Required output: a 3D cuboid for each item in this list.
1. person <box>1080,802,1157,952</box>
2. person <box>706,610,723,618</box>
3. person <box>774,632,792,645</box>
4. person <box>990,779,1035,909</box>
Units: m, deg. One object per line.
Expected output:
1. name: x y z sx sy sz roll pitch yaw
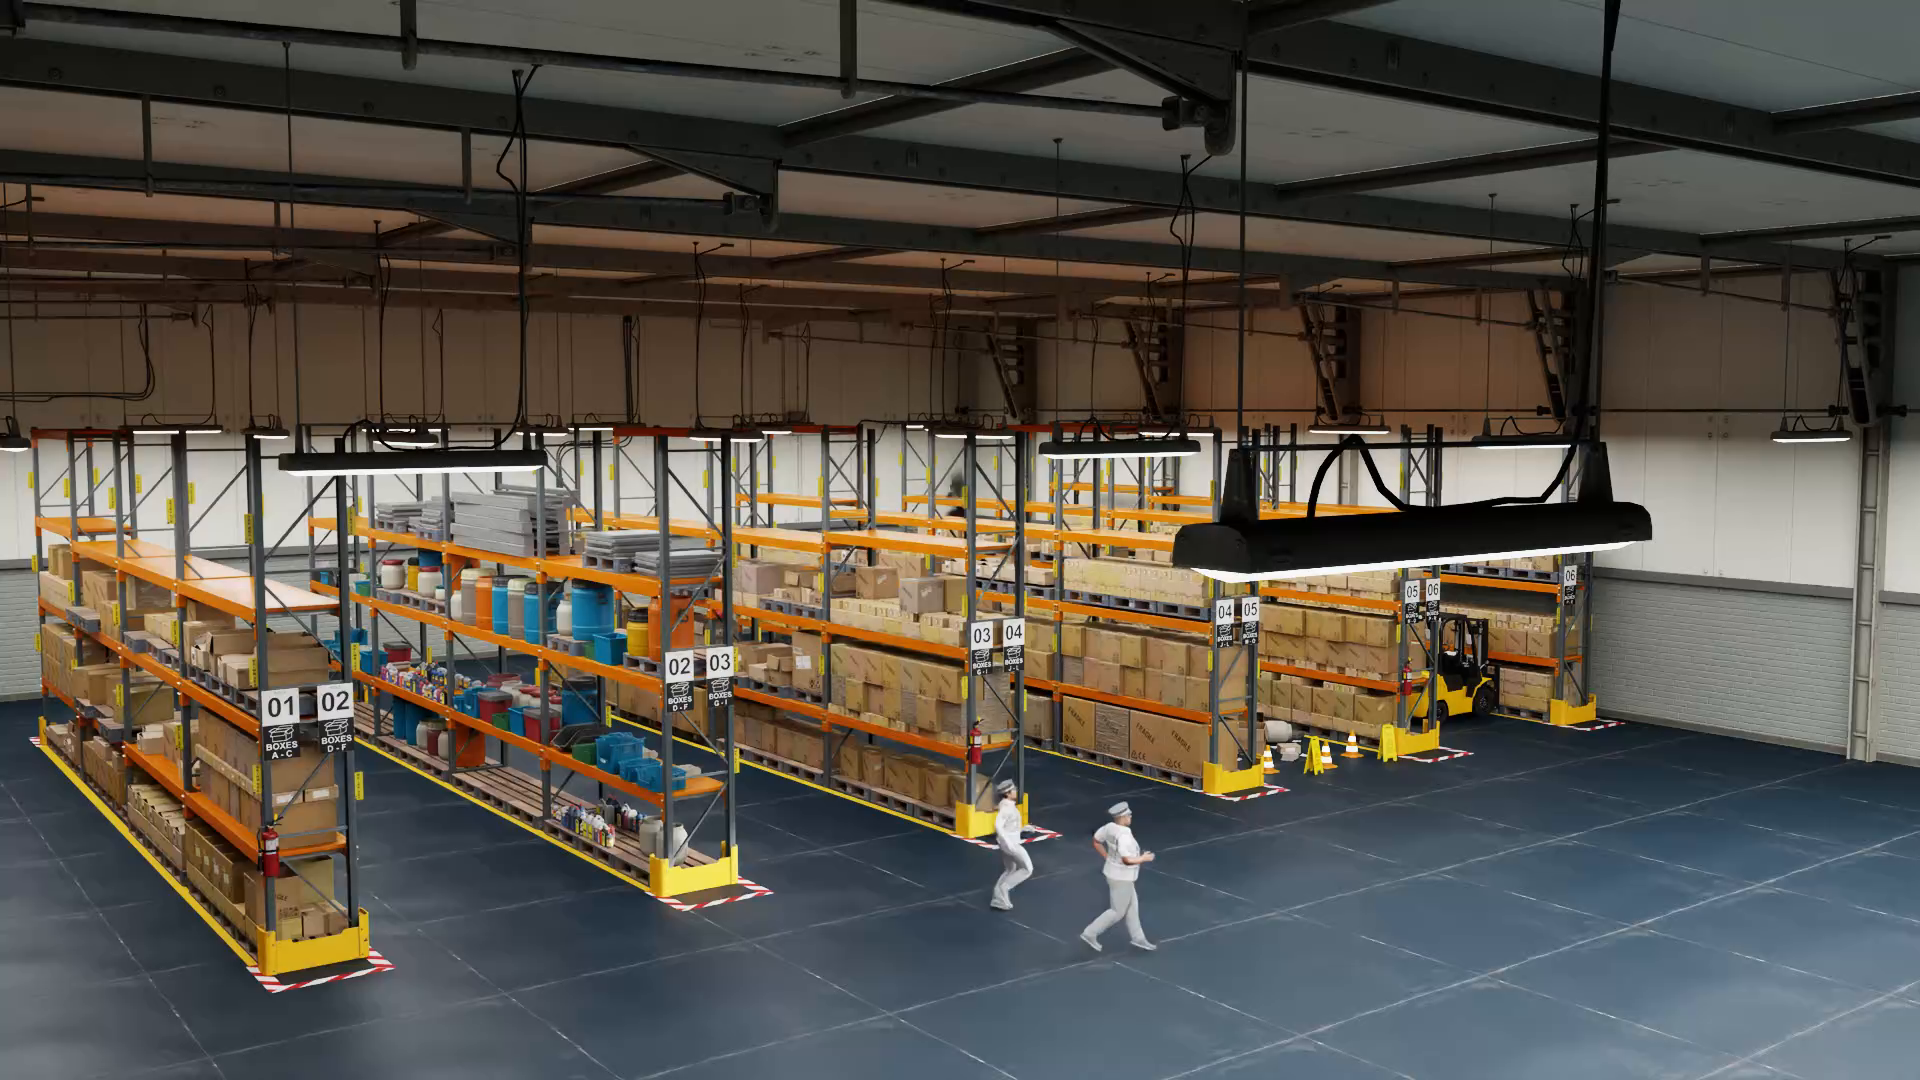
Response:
1. person: 1.847 3.927 19.263 0.969 1.799 0.660 -1 5 -11
2. person: -6.028 2.265 41.159 0.711 1.701 0.844 2 5 21
3. person: -4.563 2.216 42.316 0.591 1.635 0.566 -3 5 -33
4. person: 0.673 3.843 21.049 0.576 1.660 0.600 -1 5 -8
